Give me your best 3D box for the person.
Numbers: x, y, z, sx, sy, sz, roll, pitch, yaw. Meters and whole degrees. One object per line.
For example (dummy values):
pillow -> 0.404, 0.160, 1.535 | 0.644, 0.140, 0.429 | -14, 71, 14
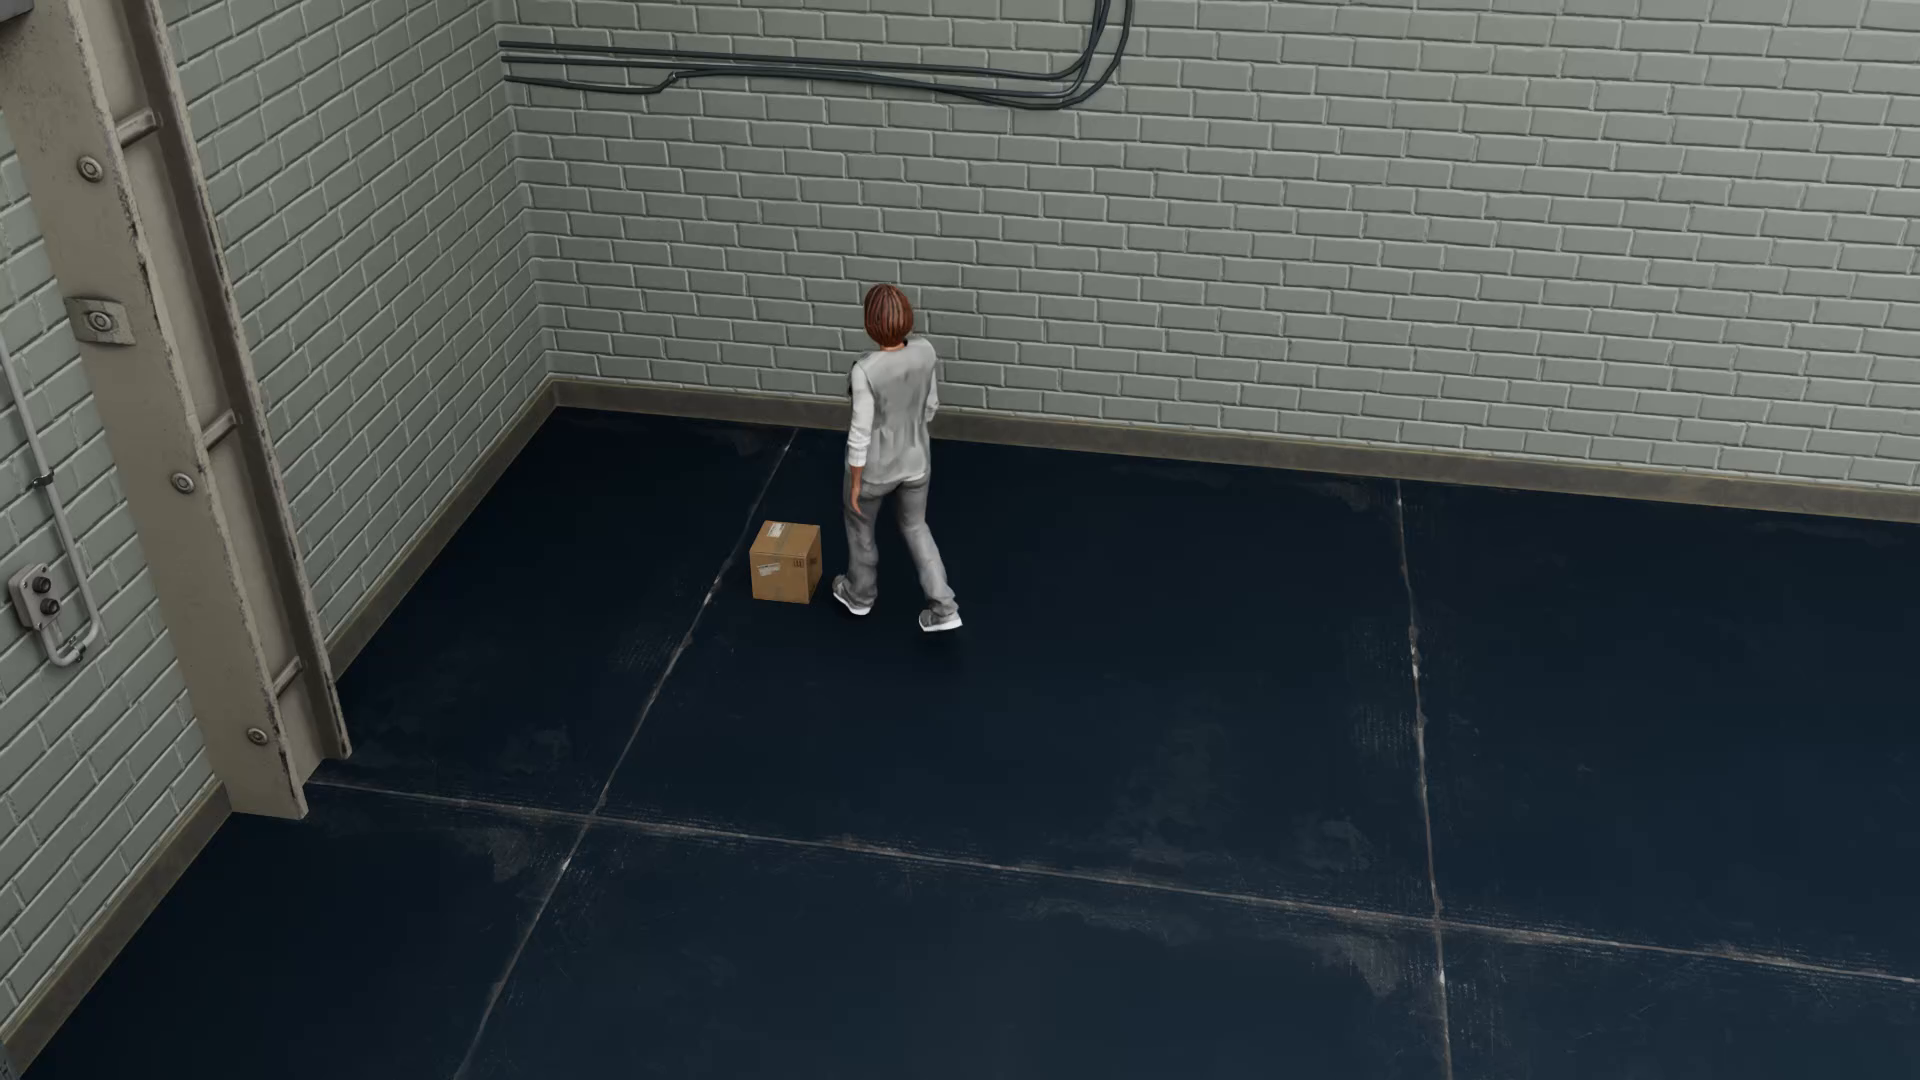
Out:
person -> -0.281, -0.306, 6.616 | 0.427, 1.570, 0.763 | -18, 37, -26
